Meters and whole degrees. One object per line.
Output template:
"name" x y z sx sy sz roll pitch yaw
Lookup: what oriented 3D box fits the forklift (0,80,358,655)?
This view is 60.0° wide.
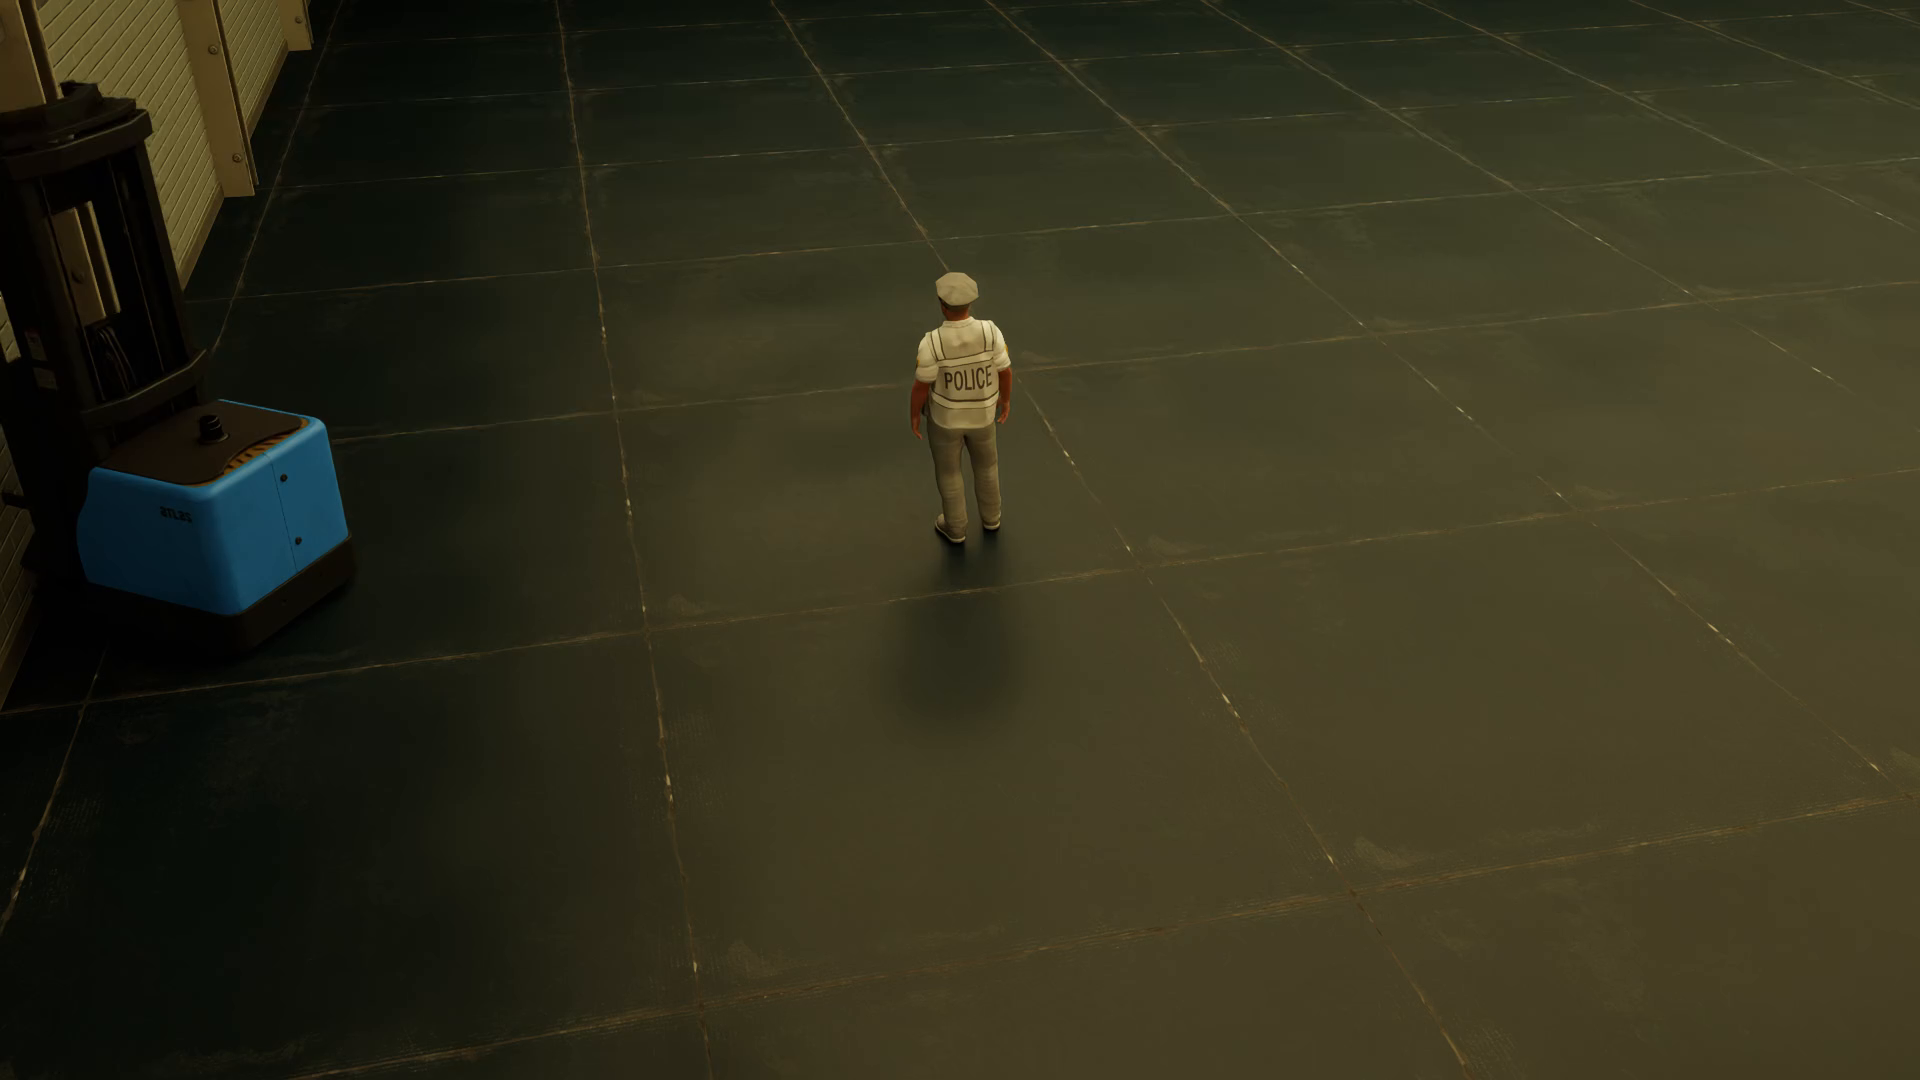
"forklift" -5.205 -1.082 9.444 3.031 2.935 1.130 11 32 18

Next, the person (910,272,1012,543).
"person" -0.006 -0.816 10.118 0.640 1.781 0.575 -7 31 -12
